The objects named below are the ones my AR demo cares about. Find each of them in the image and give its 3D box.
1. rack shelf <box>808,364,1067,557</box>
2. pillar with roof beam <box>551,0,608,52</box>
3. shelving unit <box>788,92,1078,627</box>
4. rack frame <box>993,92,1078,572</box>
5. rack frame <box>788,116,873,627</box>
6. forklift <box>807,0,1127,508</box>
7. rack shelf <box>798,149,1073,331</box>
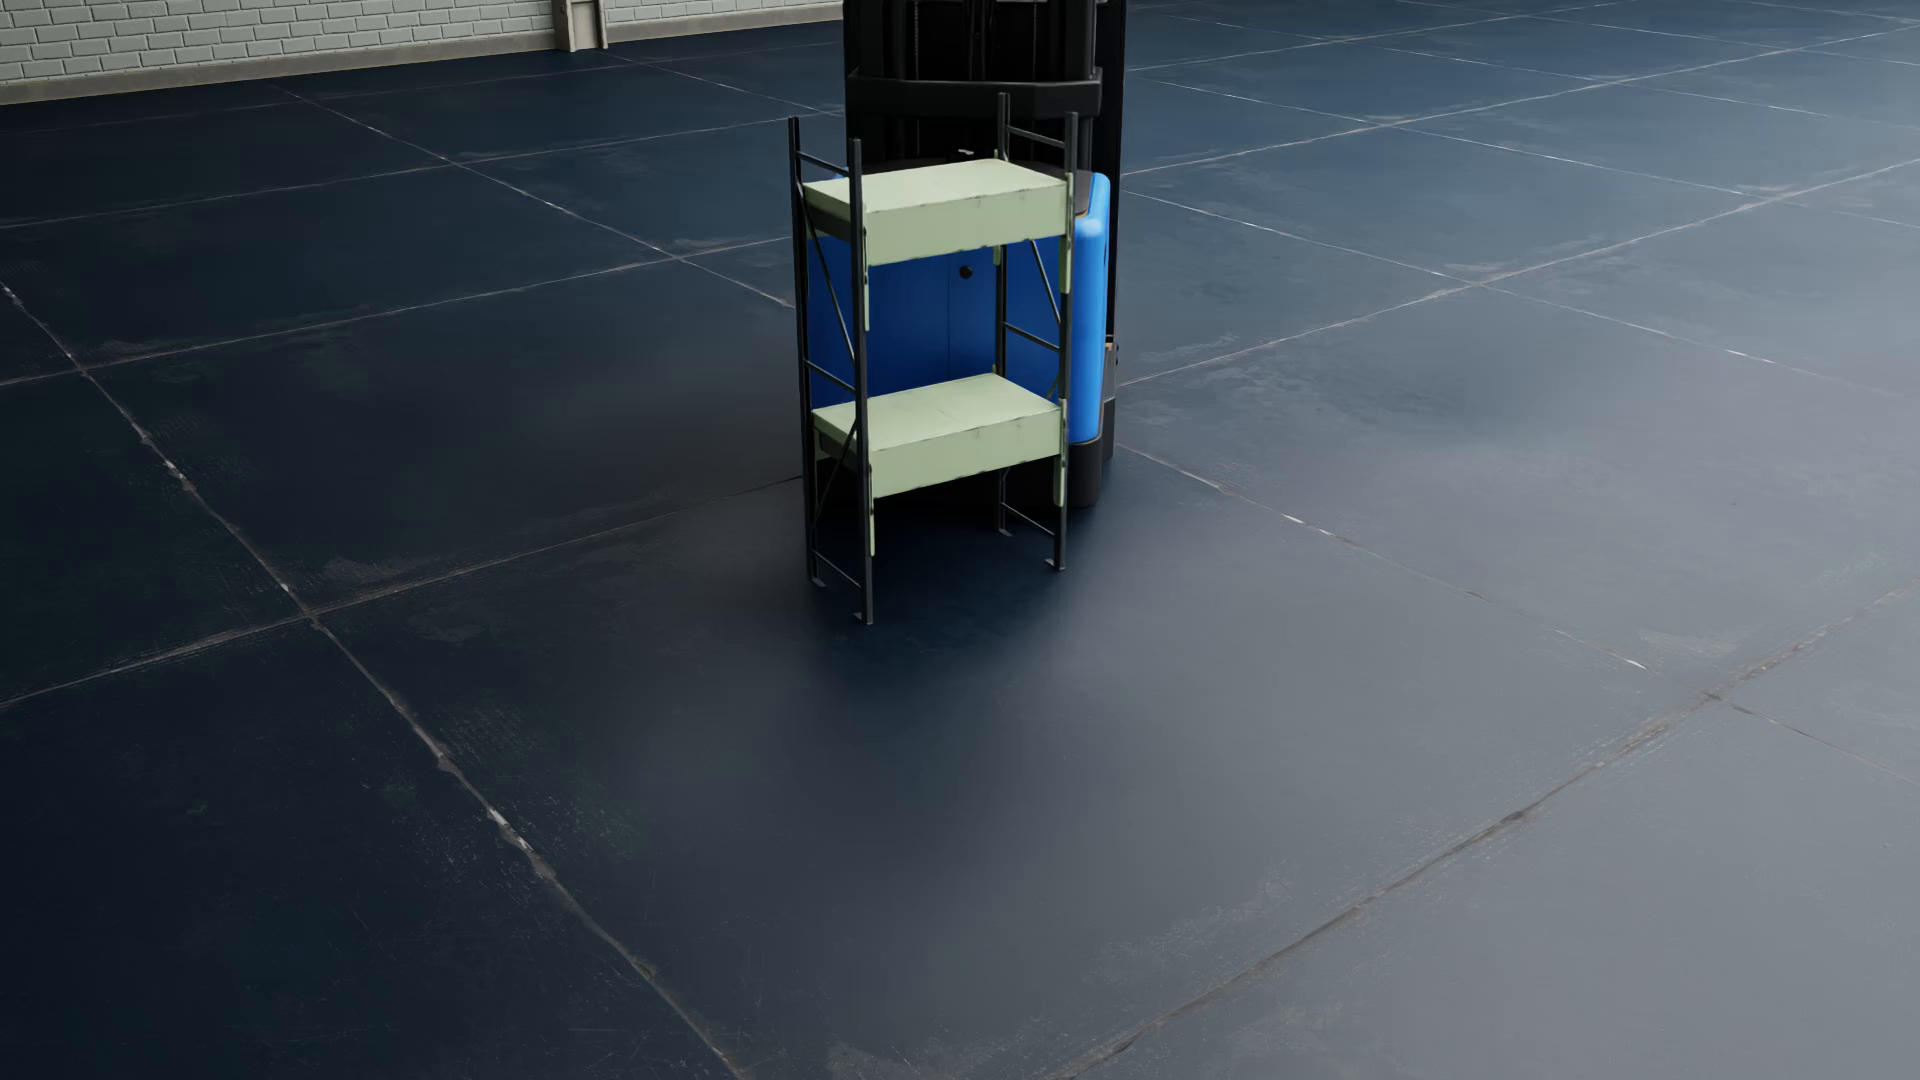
[{"bbox_3d":[-0.077,-0.270,5.325,0.720,0.370,0.431,-15,29,-29],"label":"rack shelf"},{"bbox_3d":[-0.950,-7.351,10.900,0.400,9.000,9.100,-18,31,-34],"label":"pillar with roof beam"},{"bbox_3d":[-0.077,-0.566,5.188,0.755,1.500,0.431,-15,29,-29],"label":"shelving unit"},{"bbox_3d":[0.233,-0.648,5.365,0.023,1.500,0.400,-15,29,-29],"label":"rack frame"},{"bbox_3d":[-0.386,-0.484,5.011,0.023,1.500,0.400,-15,29,-29],"label":"rack frame"},{"bbox_3d":[0.121,-2.028,6.639,1.130,2.935,3.031,3,25,5],"label":"forklift"},{"bbox_3d":[-0.077,-0.920,5.024,0.720,0.370,0.431,-15,29,-29],"label":"rack shelf"}]
